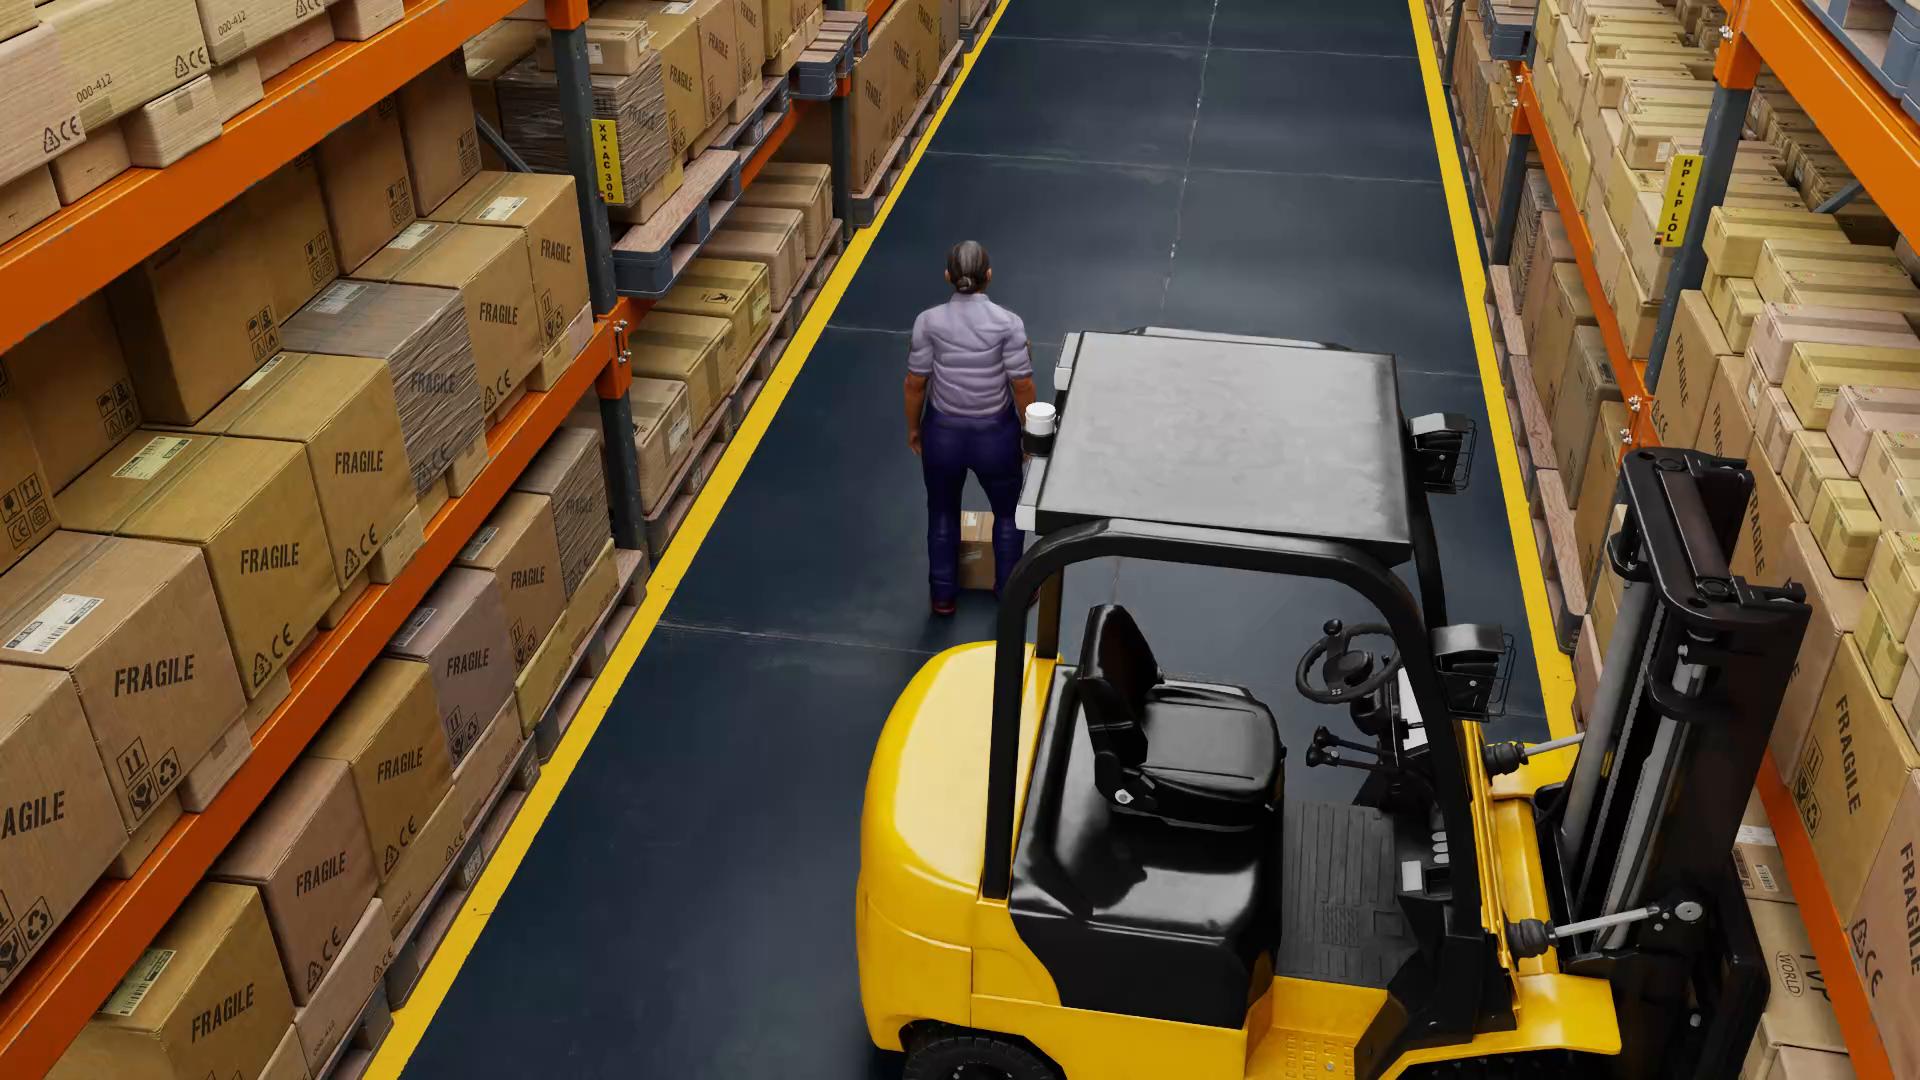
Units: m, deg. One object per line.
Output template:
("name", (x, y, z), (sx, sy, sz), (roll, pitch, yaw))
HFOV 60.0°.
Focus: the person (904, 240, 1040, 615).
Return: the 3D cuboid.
("person", (0.058, -0.418, 6.798), (0.563, 1.653, 0.363), (4, 33, 6))
